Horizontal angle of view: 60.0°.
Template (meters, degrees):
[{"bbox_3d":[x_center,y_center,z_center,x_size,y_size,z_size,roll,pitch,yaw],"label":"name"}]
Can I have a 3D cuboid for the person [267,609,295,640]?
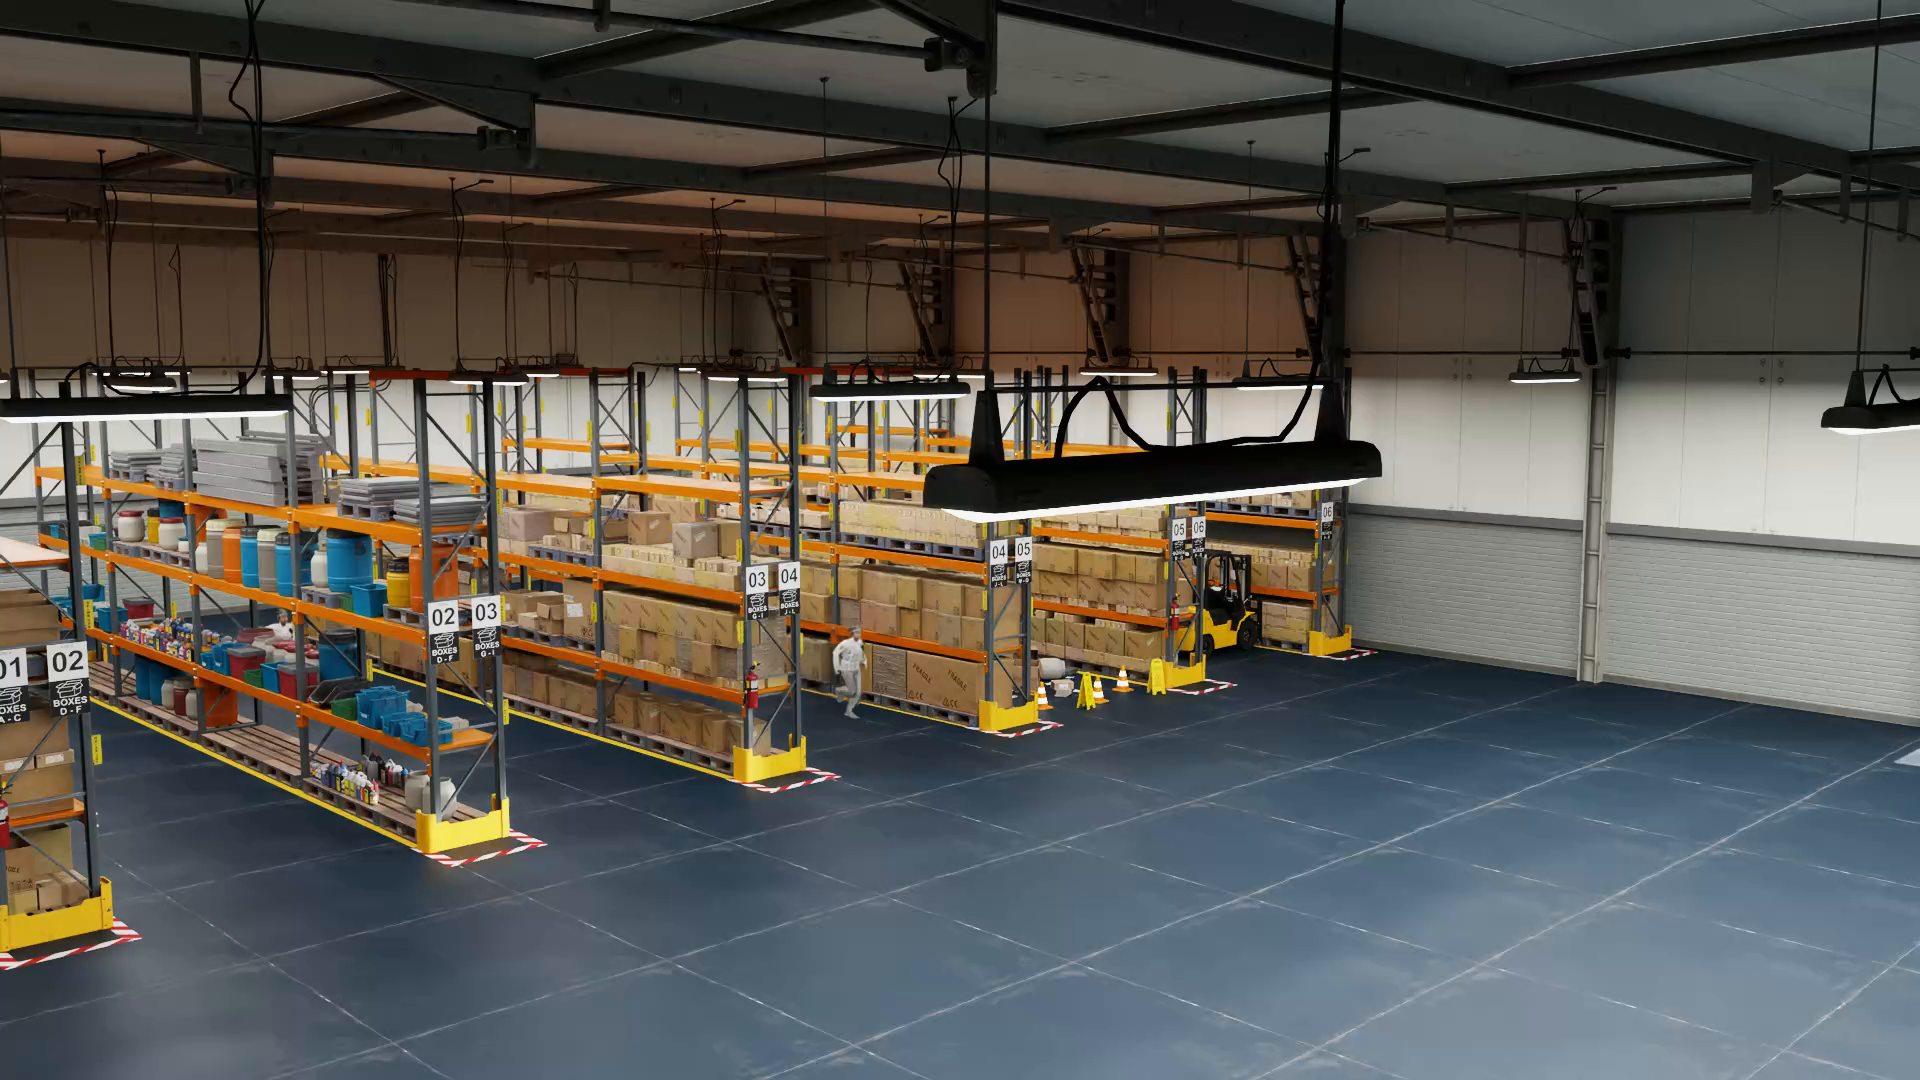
[{"bbox_3d":[-12.338,2.084,30.259,0.987,1.702,0.634,6,9,41],"label":"person"}]

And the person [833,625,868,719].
[{"bbox_3d":[-1.907,2.279,28.934,0.651,1.646,0.652,-6,9,-44],"label":"person"}]
